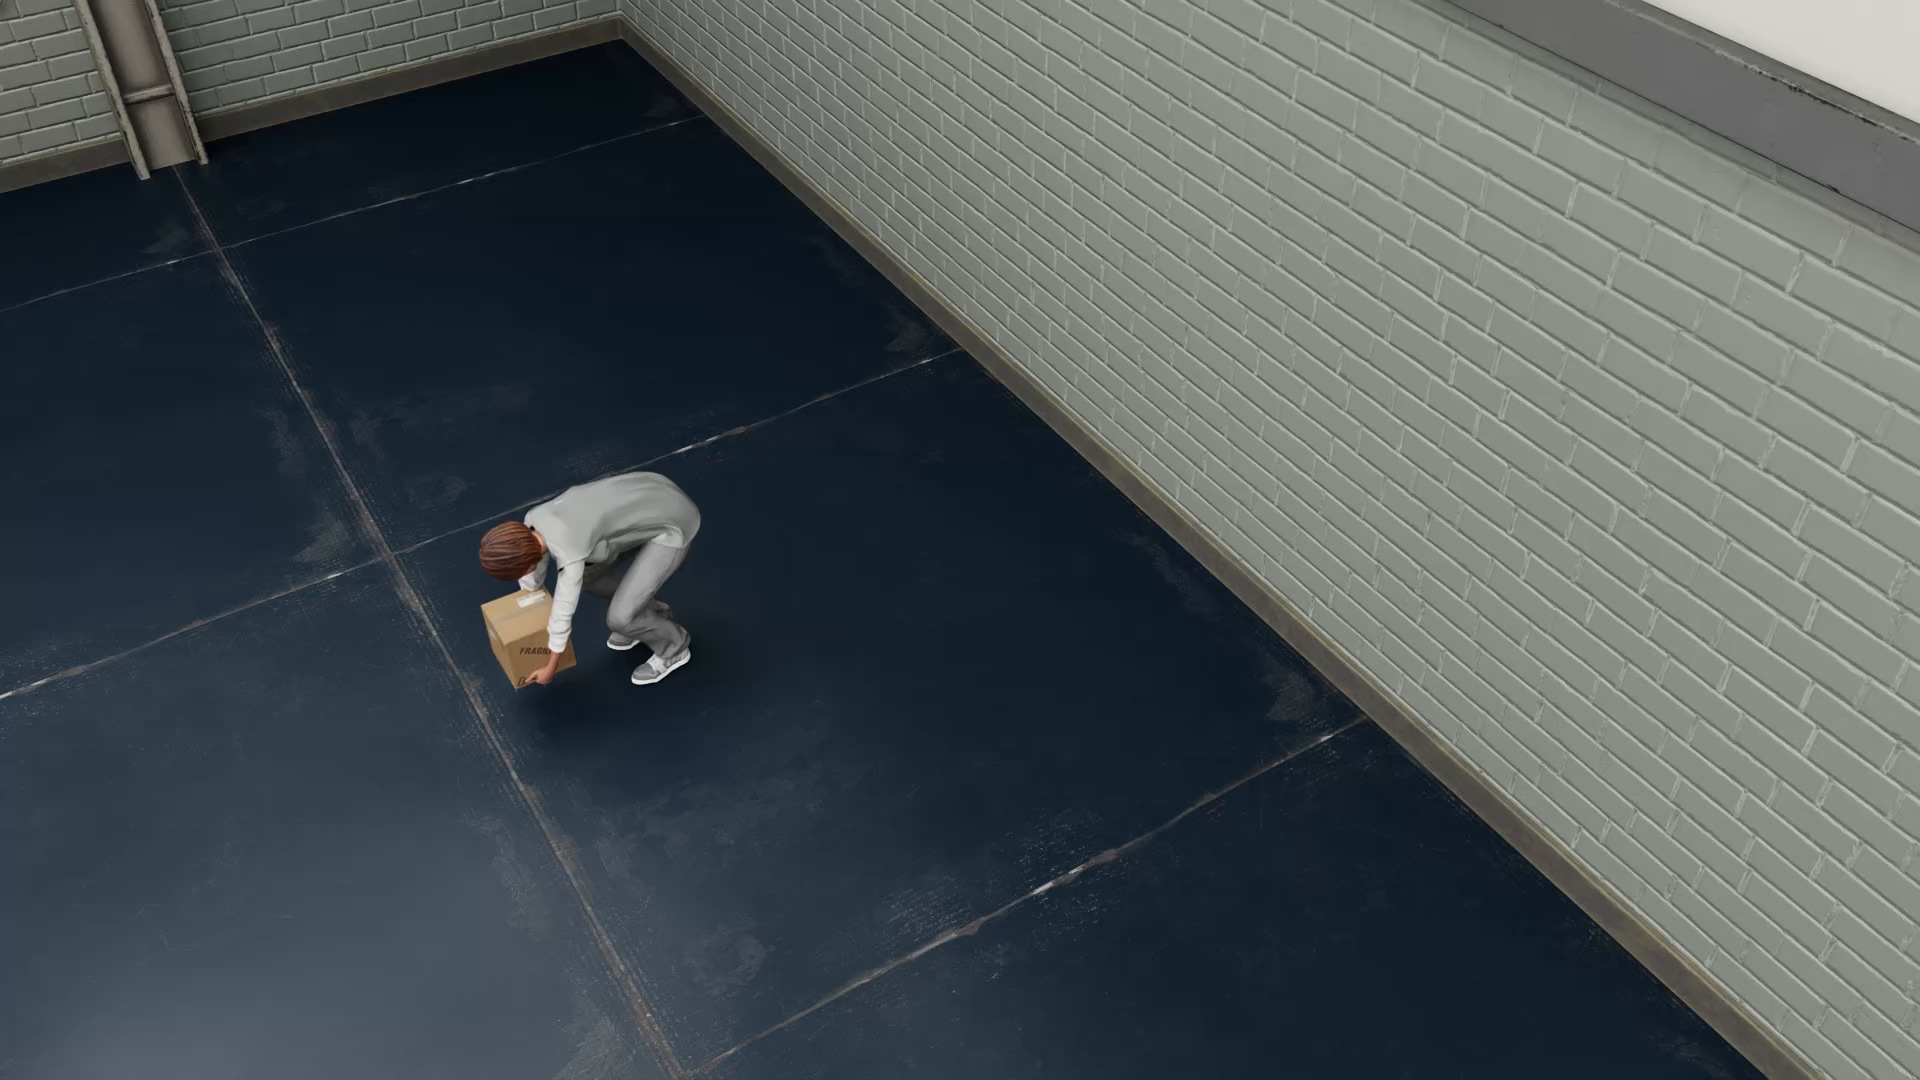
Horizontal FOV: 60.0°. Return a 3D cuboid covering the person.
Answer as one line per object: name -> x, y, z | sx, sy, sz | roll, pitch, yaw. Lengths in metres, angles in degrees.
person -> -1.396, 0.180, 6.473 | 0.862, 0.923, 0.429 | -25, 47, -26
